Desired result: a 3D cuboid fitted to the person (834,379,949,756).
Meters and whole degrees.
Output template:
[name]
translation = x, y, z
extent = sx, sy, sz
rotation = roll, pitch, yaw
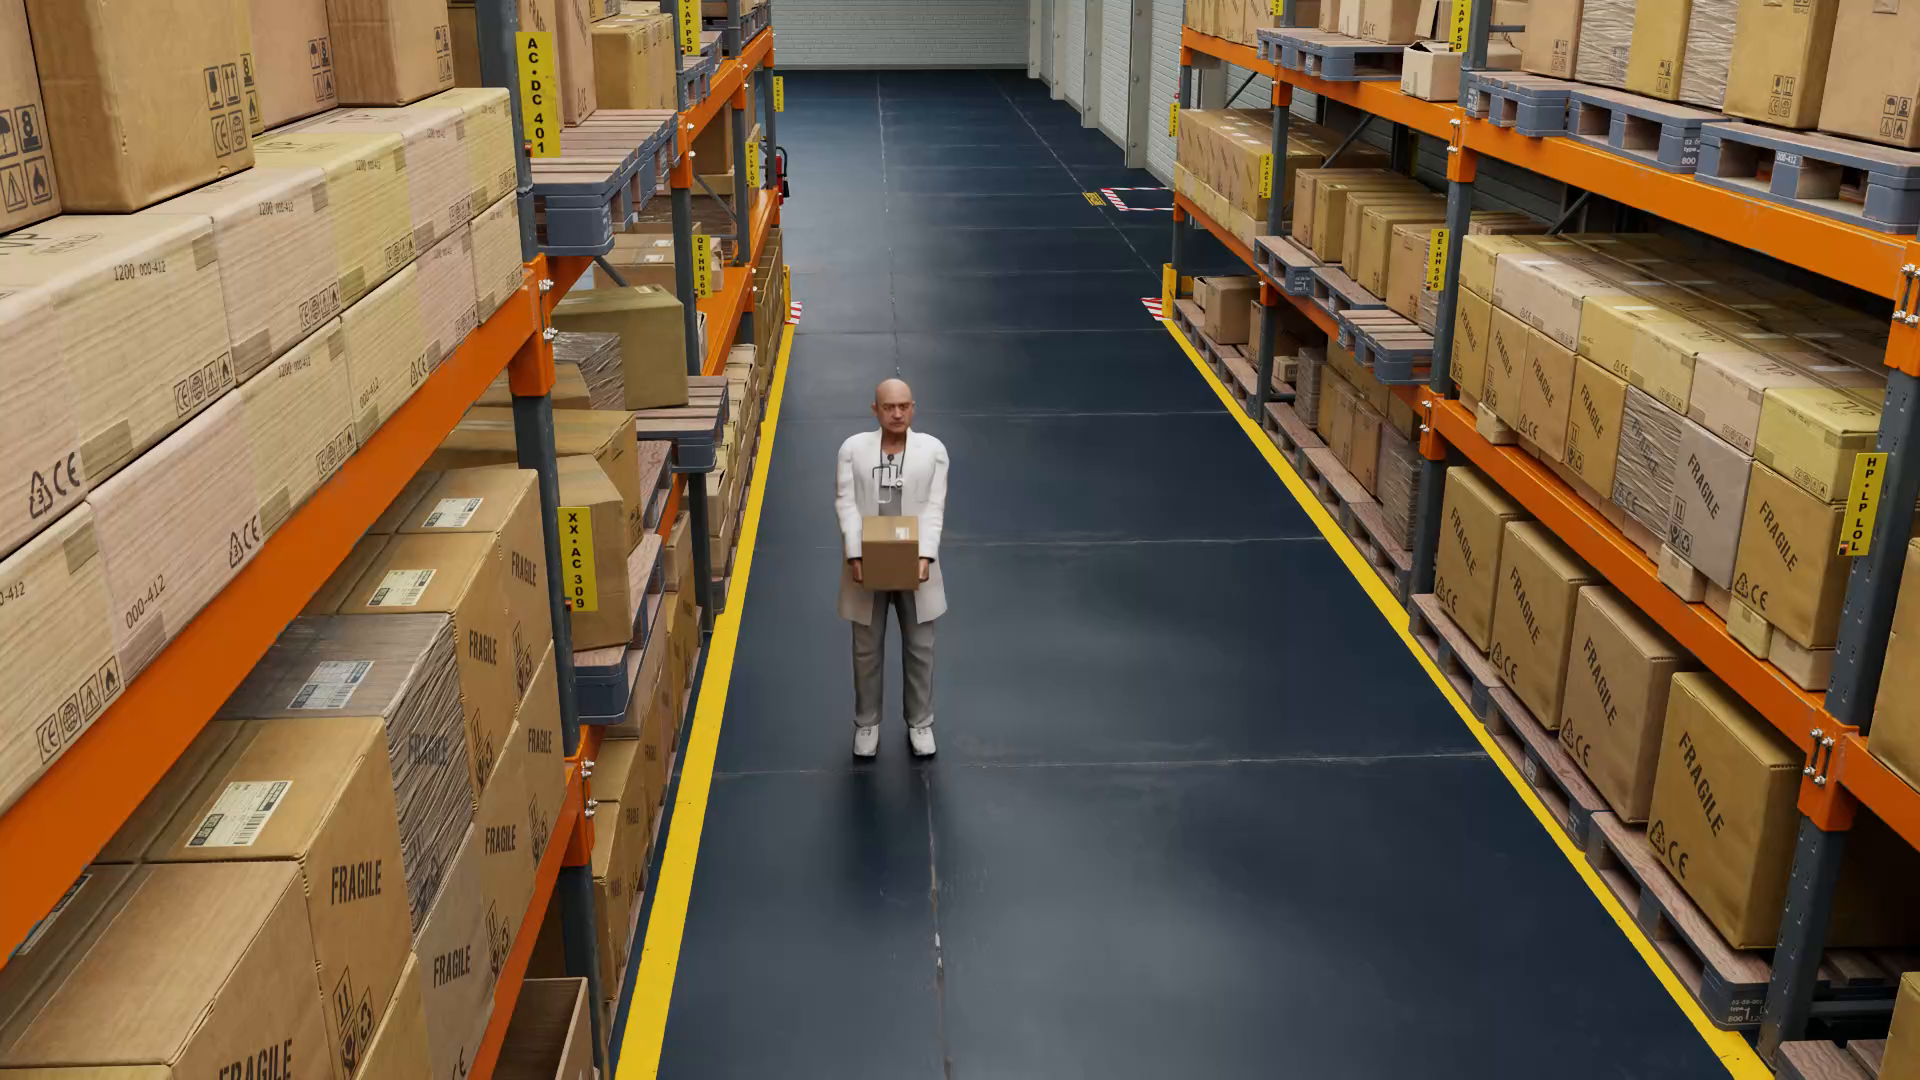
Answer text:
[person]
translation = -0.307, 0.168, 7.646
extent = 0.529, 1.770, 0.563
rotation = -1, 20, -2
